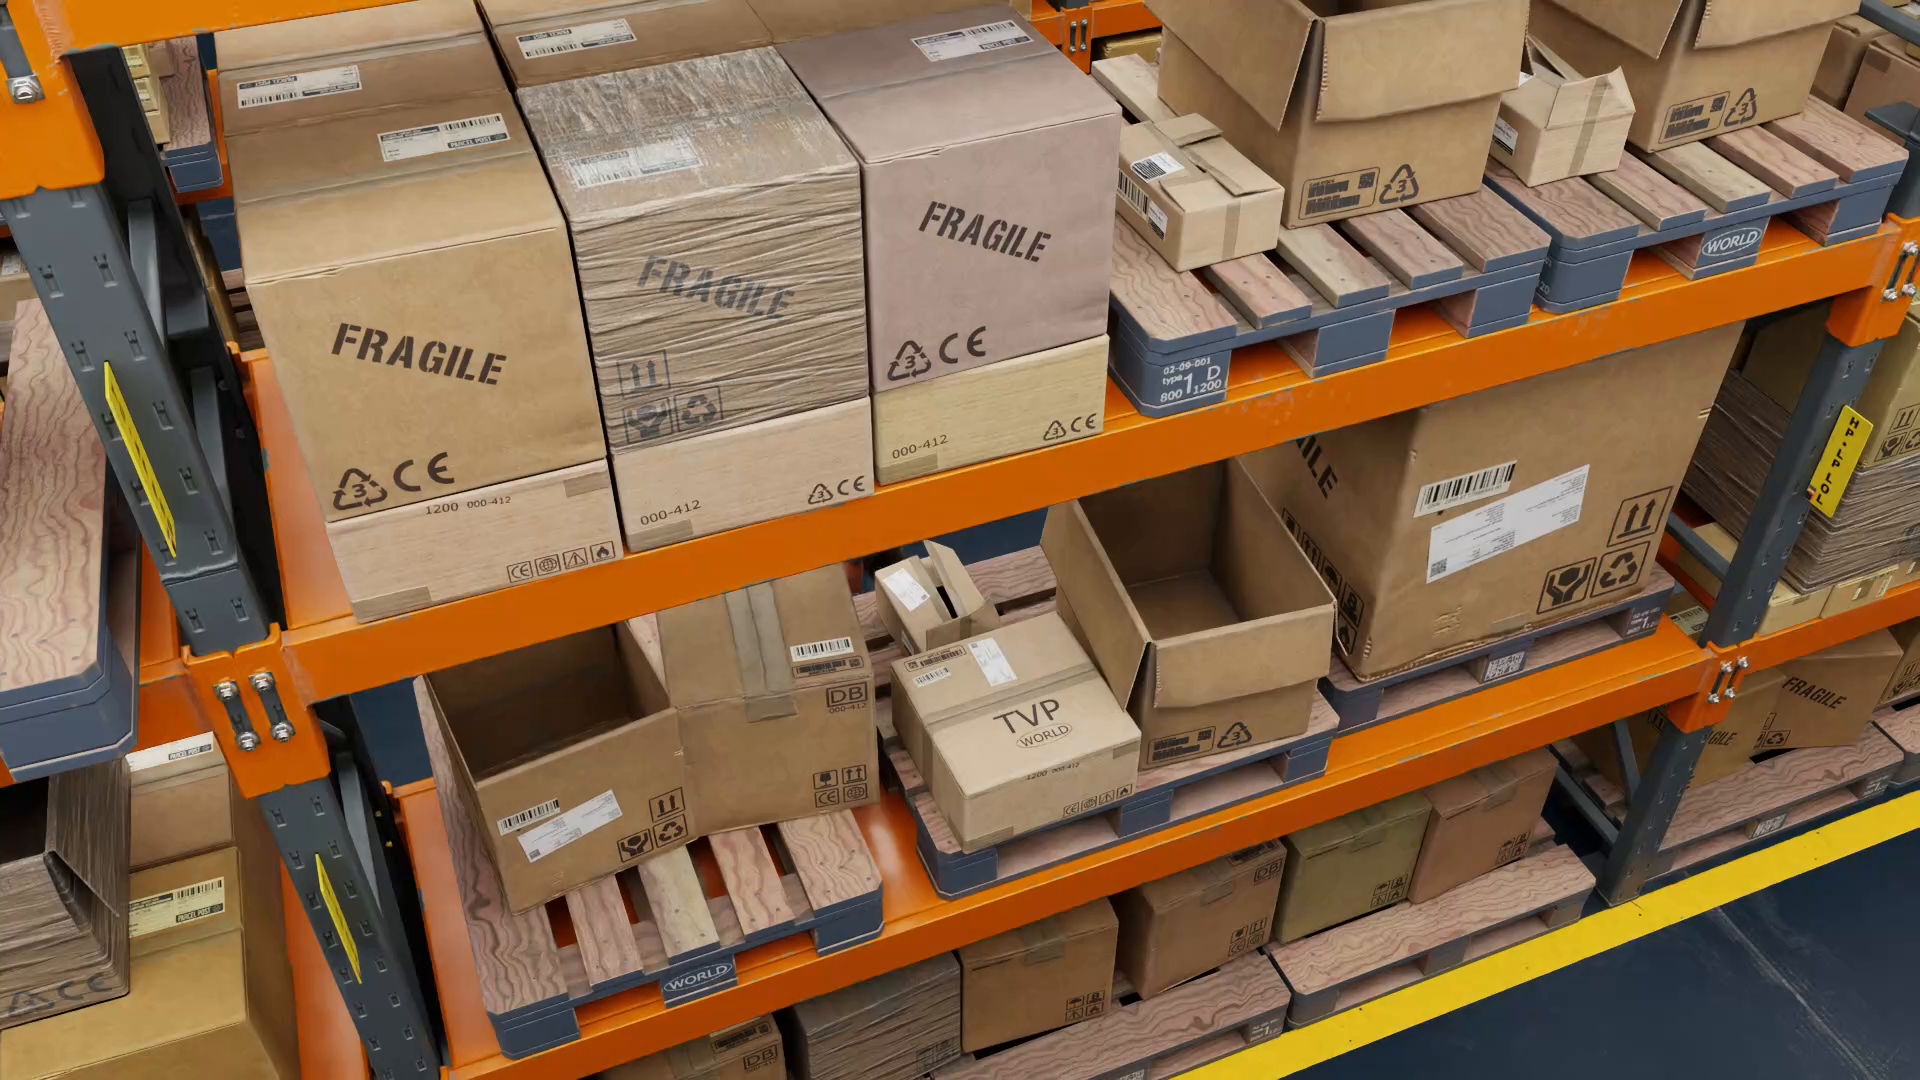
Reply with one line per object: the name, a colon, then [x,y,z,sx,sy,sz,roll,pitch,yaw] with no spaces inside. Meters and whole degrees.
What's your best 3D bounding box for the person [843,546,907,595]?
person: [-0.468,-0.087,6.291,0.982,1.678,0.570,5,42,5]
